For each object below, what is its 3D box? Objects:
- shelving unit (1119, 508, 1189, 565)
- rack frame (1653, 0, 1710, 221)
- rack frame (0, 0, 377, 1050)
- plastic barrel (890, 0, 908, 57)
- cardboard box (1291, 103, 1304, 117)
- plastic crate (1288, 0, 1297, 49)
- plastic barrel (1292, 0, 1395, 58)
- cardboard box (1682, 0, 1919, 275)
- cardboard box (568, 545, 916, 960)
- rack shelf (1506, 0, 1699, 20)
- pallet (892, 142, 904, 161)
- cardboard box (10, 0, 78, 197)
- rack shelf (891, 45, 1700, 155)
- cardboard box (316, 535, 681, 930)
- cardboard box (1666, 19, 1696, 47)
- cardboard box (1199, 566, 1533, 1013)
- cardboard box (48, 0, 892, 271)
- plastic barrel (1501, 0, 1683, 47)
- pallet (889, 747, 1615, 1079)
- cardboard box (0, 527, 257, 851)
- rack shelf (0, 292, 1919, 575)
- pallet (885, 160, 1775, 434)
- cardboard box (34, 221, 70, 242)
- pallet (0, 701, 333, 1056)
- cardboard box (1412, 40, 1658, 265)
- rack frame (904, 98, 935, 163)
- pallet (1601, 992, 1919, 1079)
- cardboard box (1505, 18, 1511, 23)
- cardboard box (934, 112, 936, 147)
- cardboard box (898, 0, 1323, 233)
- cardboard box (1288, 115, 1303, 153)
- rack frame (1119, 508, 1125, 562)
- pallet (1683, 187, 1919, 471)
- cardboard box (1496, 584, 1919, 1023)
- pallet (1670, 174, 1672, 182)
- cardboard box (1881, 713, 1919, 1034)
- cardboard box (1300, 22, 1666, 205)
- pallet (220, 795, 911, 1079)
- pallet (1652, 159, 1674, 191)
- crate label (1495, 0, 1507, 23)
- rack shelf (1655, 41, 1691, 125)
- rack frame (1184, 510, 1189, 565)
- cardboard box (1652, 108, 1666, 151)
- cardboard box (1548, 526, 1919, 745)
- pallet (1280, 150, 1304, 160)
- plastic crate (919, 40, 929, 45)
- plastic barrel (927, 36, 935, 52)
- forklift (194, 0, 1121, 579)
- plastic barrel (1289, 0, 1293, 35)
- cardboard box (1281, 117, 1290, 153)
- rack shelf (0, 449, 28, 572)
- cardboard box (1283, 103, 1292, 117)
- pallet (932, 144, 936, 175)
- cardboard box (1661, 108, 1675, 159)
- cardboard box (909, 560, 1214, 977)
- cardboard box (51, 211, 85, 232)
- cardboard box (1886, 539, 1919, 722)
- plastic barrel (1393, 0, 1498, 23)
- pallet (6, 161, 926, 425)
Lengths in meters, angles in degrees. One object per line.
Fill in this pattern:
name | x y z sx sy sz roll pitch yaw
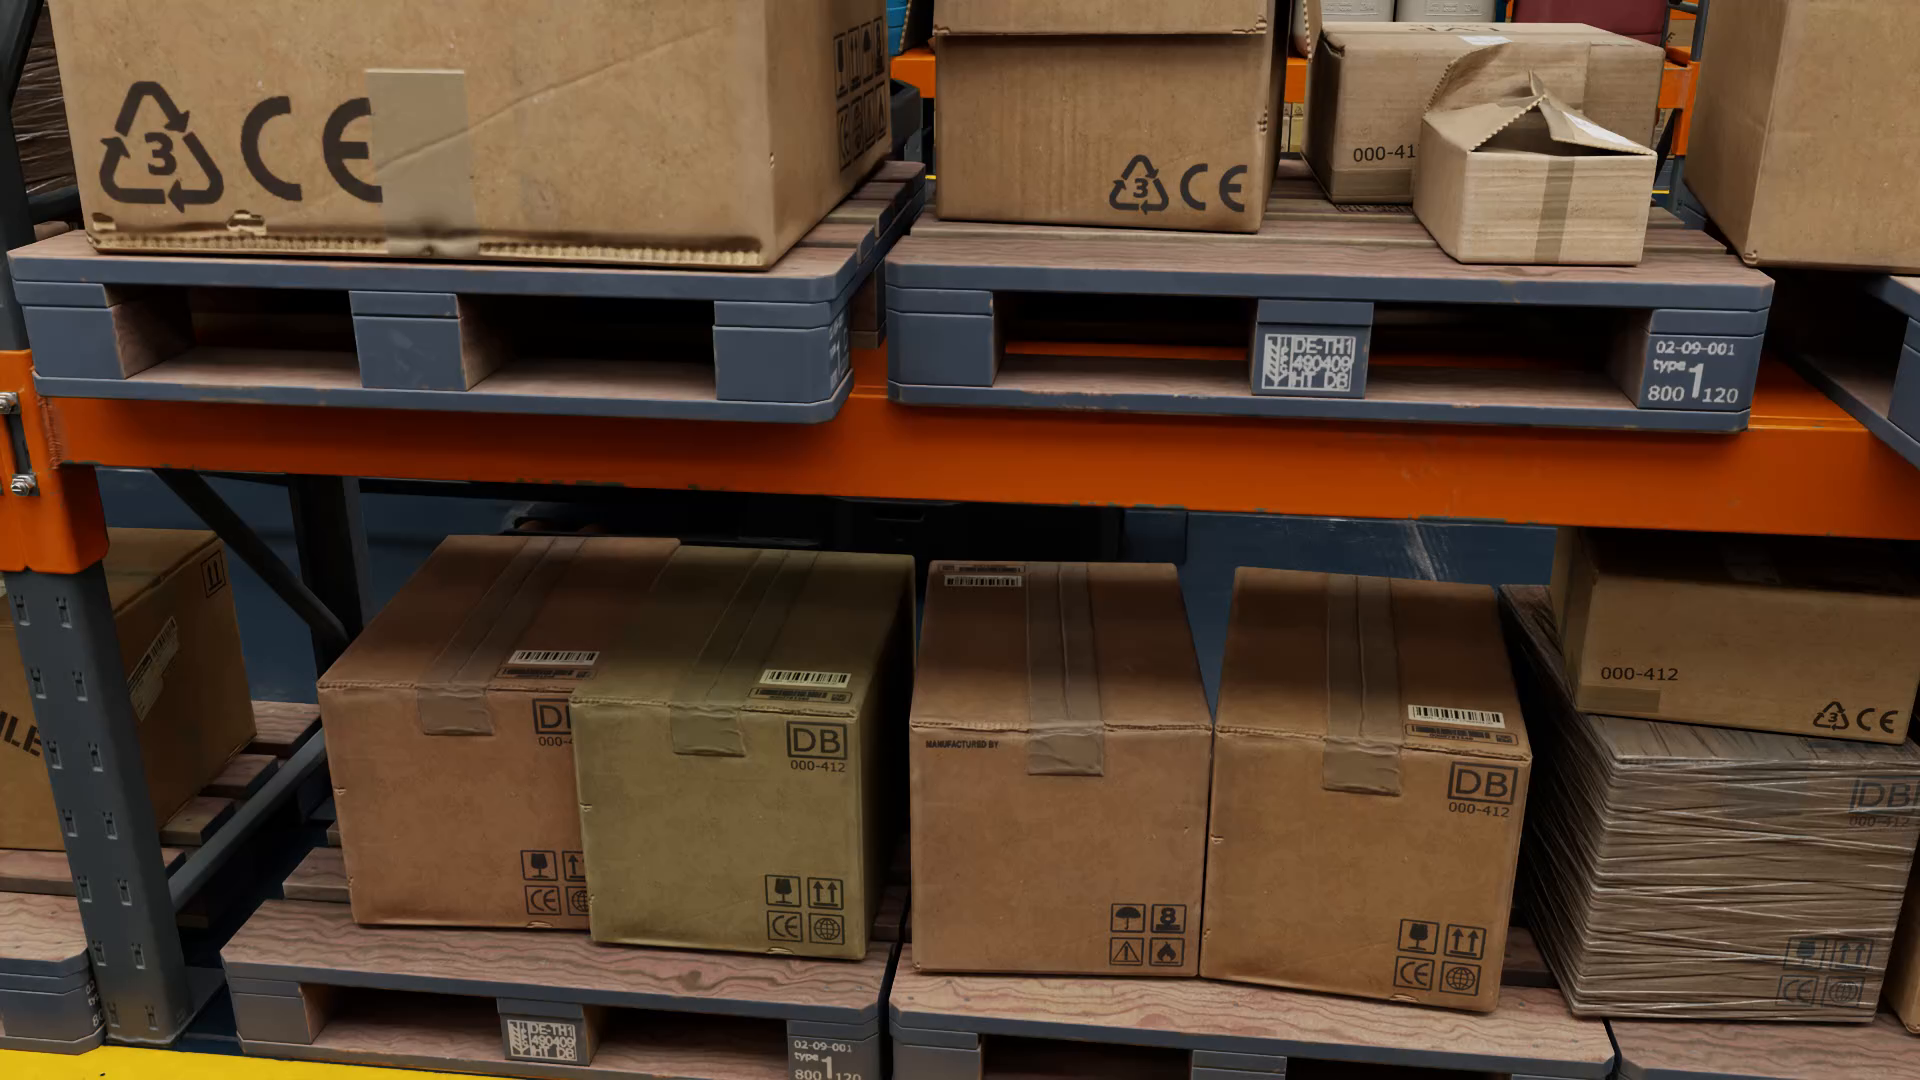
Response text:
shelving unit | 0.623 -0.387 5.196 0.210 0.900 0.258 3 22 7
rack frame | 3.098 -2.276 7.118 0.127 3.000 1.000 2 22 6
rack frame | -1.457 -0.641 2.982 0.127 3.000 1.000 2 22 6
plastic barrel | -0.527 -2.555 7.141 0.708 0.901 0.600 2 22 6
cardboard box | 2.618 -3.215 11.898 0.500 0.311 0.500 2 22 5
plastic crate | 1.529 -2.488 7.566 0.583 0.464 0.402 2 22 6
plastic barrel | 1.633 -2.313 7.059 0.421 0.512 0.421 0 22 0
cardboard box | 1.408 -0.706 2.439 0.500 0.500 0.700 6 22 14
cardboard box | -0.379 0.379 3.204 0.500 0.500 0.700 2 22 6
rack shelf | 5.670 -3.664 11.605 4.000 0.370 1.077 2 22 6
pallet | -1.073 -3.011 12.768 1.213 0.211 1.003 2 22 6
cardboard box | -1.897 -0.868 3.015 0.500 0.500 0.875 2 22 6
rack shelf | 1.112 -2.028 7.469 4.000 0.370 1.077 2 22 6
cardboard box | -0.850 0.351 3.273 0.500 0.500 0.700 1 22 2
cardboard box | 6.692 -4.934 16.193 0.750 0.750 0.750 3 22 8
cardboard box | 0.731 0.427 3.082 0.500 0.500 0.700 4 22 11
cardboard box | -0.685 -1.030 2.578 1.000 1.000 1.000 3 22 7
plastic barrel | 2.601 -2.249 6.864 0.708 0.536 0.600 2 22 6
pallet | 0.531 0.741 3.279 1.213 0.211 1.003 2 22 6
cardboard box | -1.850 0.294 3.445 0.500 0.500 0.500 2 22 5
rack shelf | 0.529 -0.220 2.895 4.000 0.370 1.077 2 22 6
pallet | 0.544 -0.450 2.758 1.213 0.211 1.003 2 22 6
cardboard box | -1.706 -0.426 2.780 0.250 0.149 0.380 2 22 6
pallet | -2.129 0.640 3.535 1.213 0.211 1.003 2 22 6
cardboard box | 0.827 -0.574 2.424 0.258 0.266 0.396 2 22 5
rack frame | -0.288 -4.258 12.130 0.127 3.000 1.000 2 22 6
pallet | 1.739 0.794 3.143 1.213 0.211 1.003 2 22 6
cardboard box | 4.978 -5.009 16.383 0.750 0.750 0.750 2 22 6
cardboard box | 0.083 -3.066 12.285 0.500 0.250 0.500 2 22 5
cardboard box | 0.275 -0.843 2.781 0.637 0.503 0.797 5 22 12
cardboard box | 2.621 -2.956 12.006 0.500 0.250 0.500 2 22 6
rack frame | 0.523 -0.392 5.208 0.006 0.900 0.240 3 22 7
pallet | 1.795 -0.371 2.559 1.003 0.211 1.213 2 22 6
cardboard box | 1.295 0.449 3.026 0.500 0.500 0.700 1 22 2
pallet | 5.629 -2.688 11.952 1.213 0.211 1.003 2 22 6
cardboard box | 1.847 0.468 2.977 0.500 0.500 0.700 1 22 3
cardboard box | 0.877 -0.750 2.890 0.500 0.250 0.500 2 22 5
pallet | -0.684 0.689 3.410 1.213 0.211 1.003 2 22 6
pallet | 4.421 -2.742 12.088 1.213 0.211 1.003 2 22 6
crate label | 2.143 -2.435 7.470 0.616 0.435 0.502 2 22 6
rack shelf | 5.084 -1.855 7.031 4.000 0.370 1.077 2 22 6
rack frame | 0.724 -0.382 5.183 0.006 0.900 0.240 3 22 7
cardboard box | 4.623 -2.982 11.705 0.500 0.500 0.500 2 22 4
cardboard box | 1.318 0.104 2.879 0.500 0.250 0.500 5 22 12
pallet | 2.871 -2.838 12.331 1.213 0.211 1.003 2 22 6
plastic crate | -0.358 -2.570 7.774 0.583 0.464 0.402 2 22 6
plastic barrel | 0.050 -2.391 7.223 0.433 0.535 0.433 0 22 0
forklift | -0.978 -1.431 5.073 3.031 2.935 1.130 3 22 7
plastic barrel | 1.208 -2.341 7.096 0.433 0.535 0.433 0 22 0
cardboard box | 2.122 -2.979 12.064 0.500 0.250 0.500 3 22 8
rack shelf | -3.444 -0.393 3.333 4.000 0.370 1.077 2 22 6
cardboard box | 2.117 -3.238 11.956 0.500 0.311 0.500 2 22 6
pallet | 0.448 -2.943 12.598 1.213 0.211 1.003 2 22 6
cardboard box | 5.121 -2.959 11.645 0.500 0.500 0.500 2 22 6
cardboard box | 0.177 0.403 3.143 0.500 0.500 0.700 1 22 2
cardboard box | -1.636 -0.643 3.329 0.250 0.149 0.380 2 22 6
cardboard box | 1.846 0.123 2.830 0.500 0.250 0.500 3 22 8
plastic barrel | 2.051 -2.295 7.013 0.421 0.512 0.421 0 22 0
pallet | -0.716 -0.466 2.799 1.213 0.211 1.003 2 22 6
